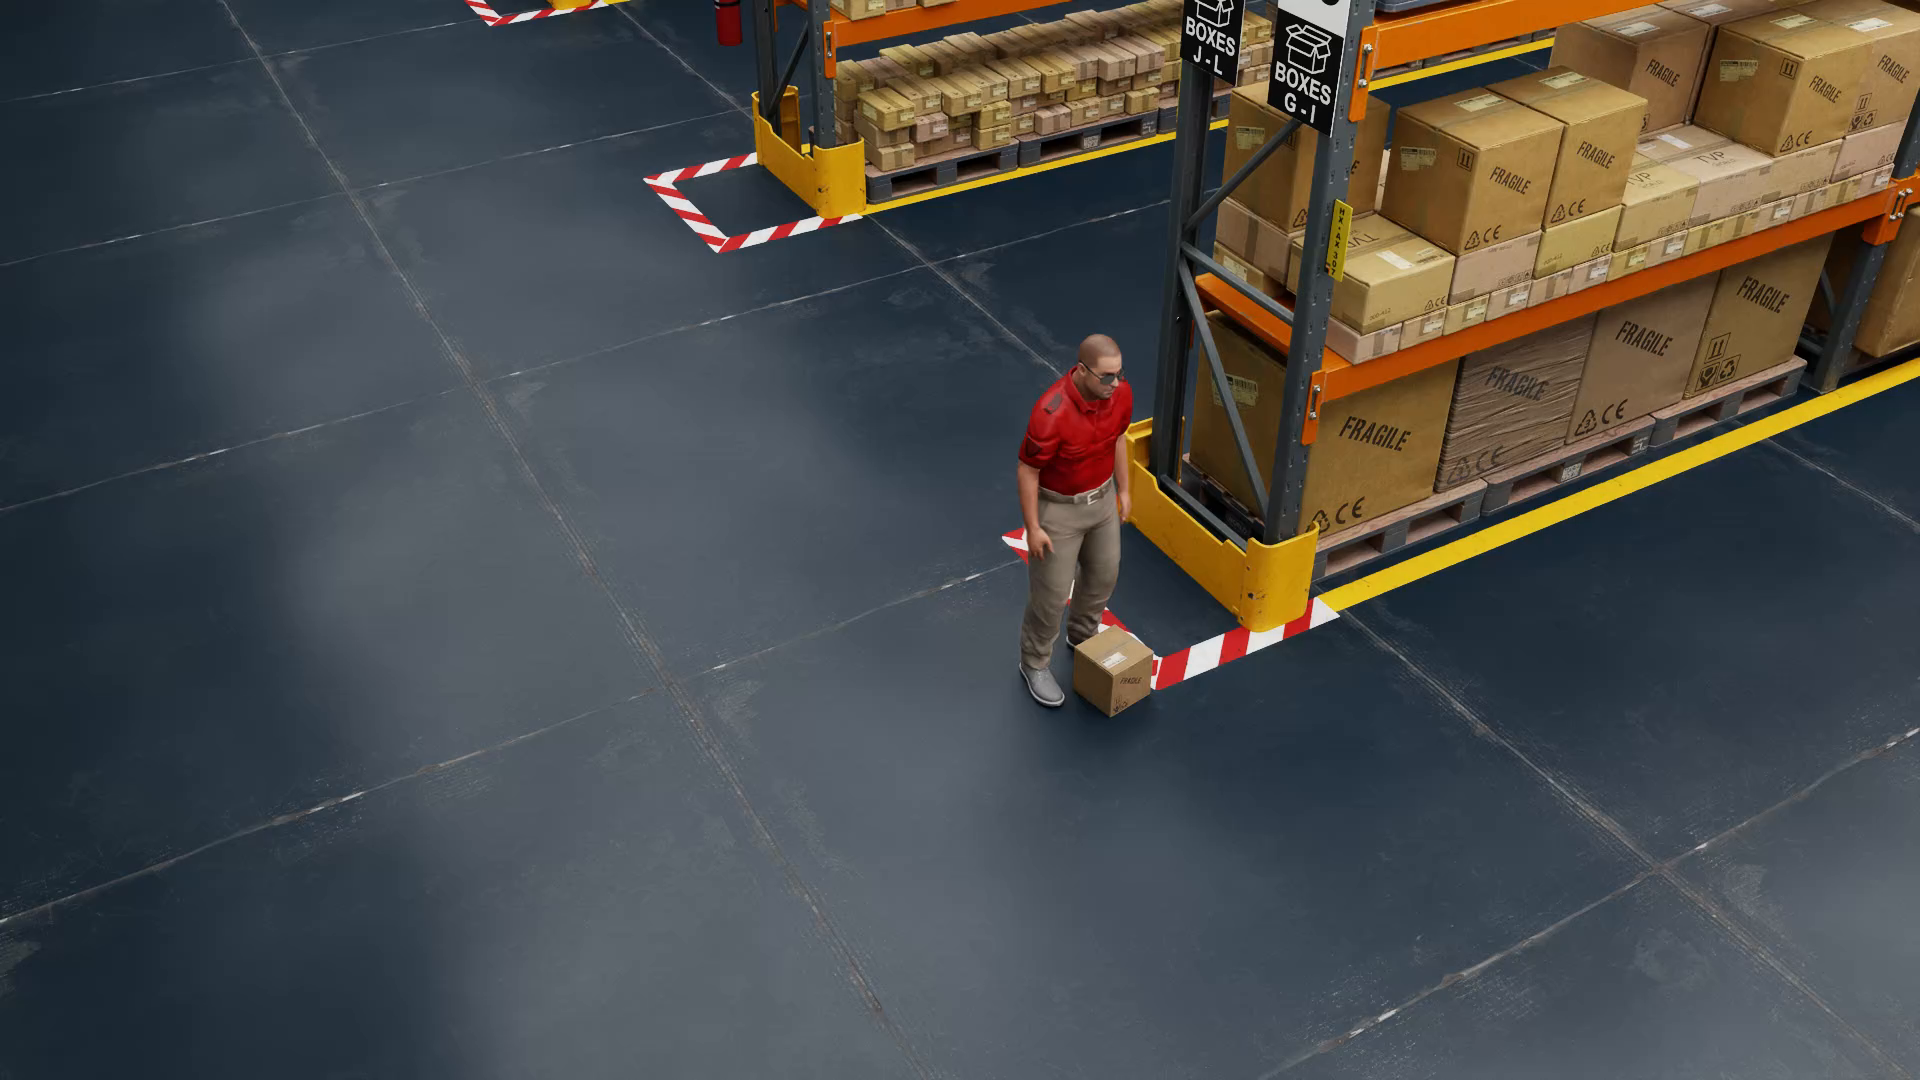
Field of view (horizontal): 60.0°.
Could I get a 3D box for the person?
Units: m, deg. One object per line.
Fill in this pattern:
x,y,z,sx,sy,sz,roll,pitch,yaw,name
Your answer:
0.502,-0.125,7.109,0.583,1.726,0.397,-25,43,-30,person
